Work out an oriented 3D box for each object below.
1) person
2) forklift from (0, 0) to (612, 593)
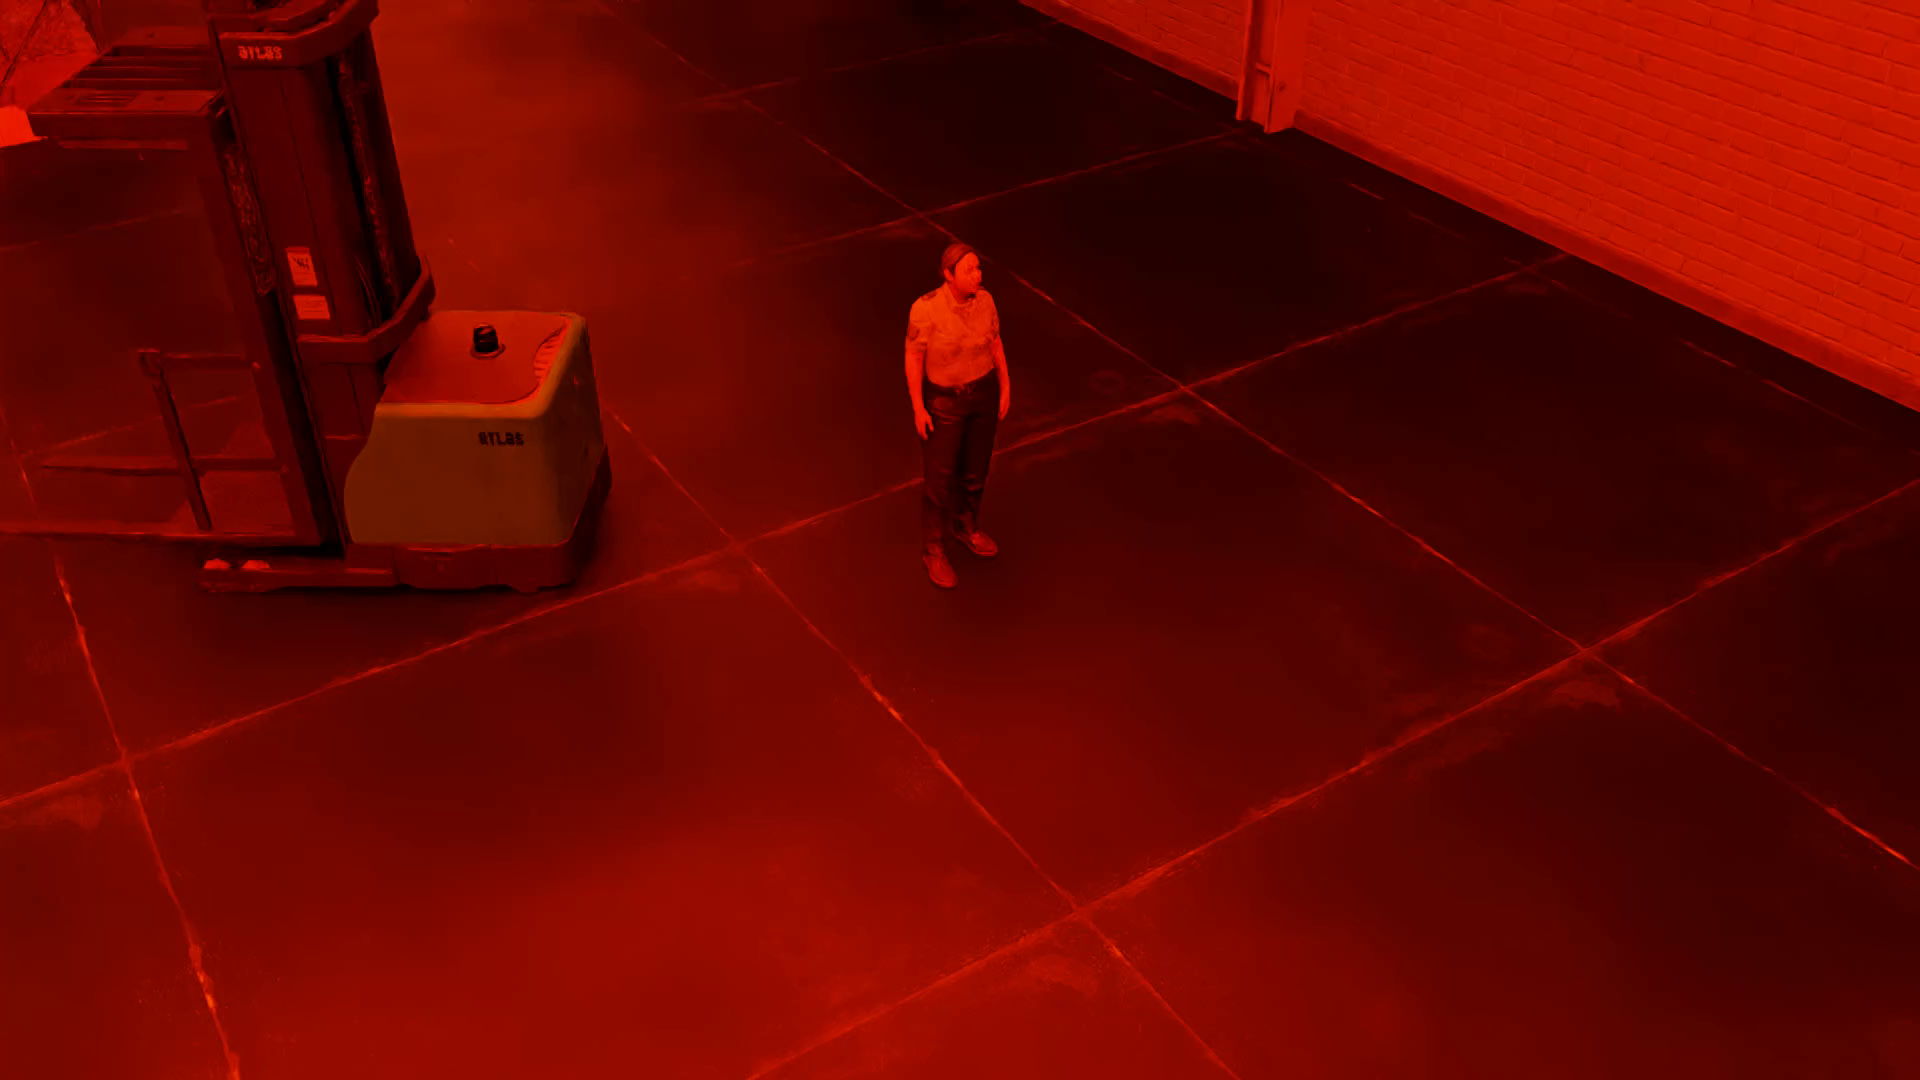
[{"bbox_3d":[0.030,-0.630,8.148,0.599,1.650,0.502,-21,40,-27],"label":"person"},{"bbox_3d":[-3.414,-1.236,7.907,3.031,2.935,1.130,1,35,1],"label":"forklift"}]
